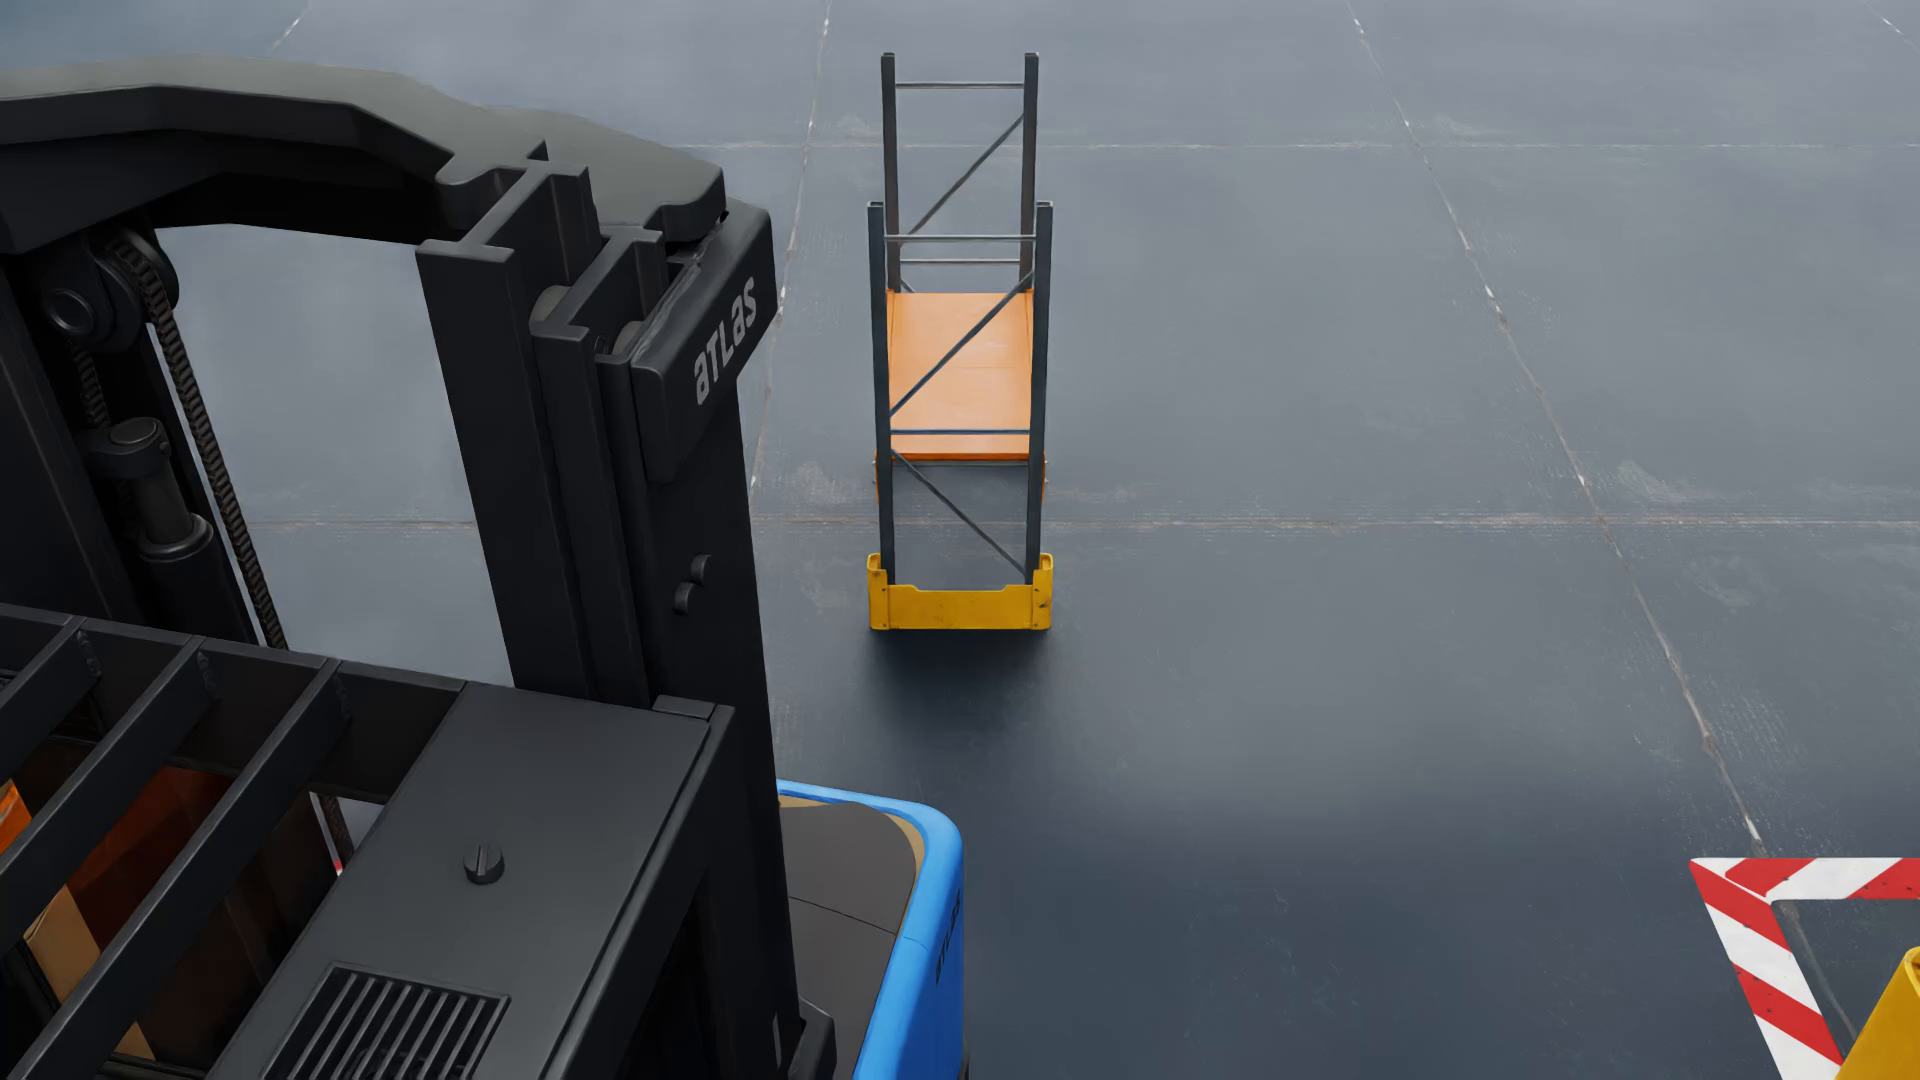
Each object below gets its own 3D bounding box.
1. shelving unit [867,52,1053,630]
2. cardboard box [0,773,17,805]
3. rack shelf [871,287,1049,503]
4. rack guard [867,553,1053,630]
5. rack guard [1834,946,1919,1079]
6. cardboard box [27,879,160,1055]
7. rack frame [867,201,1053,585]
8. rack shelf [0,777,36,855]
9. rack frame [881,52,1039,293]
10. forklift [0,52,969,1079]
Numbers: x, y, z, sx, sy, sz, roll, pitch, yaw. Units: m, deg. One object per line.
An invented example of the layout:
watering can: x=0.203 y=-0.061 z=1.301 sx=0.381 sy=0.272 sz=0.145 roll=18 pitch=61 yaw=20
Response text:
shelving unit: x=0.000 y=-0.633 z=5.340 sx=0.587 sy=1.500 sz=1.083 roll=0 pitch=39 yaw=0
cardboard box: x=-2.199 y=0.320 z=2.832 sx=0.875 sy=0.550 sz=0.550 roll=0 pitch=39 yaw=0
rack shelf: x=0.000 y=-0.498 z=5.460 sx=0.538 sy=0.185 sz=1.000 roll=0 pitch=39 yaw=0
rack guard: x=0.000 y=0.166 z=5.343 sx=0.587 sy=0.250 sz=0.087 roll=0 pitch=39 yaw=0
rack guard: x=2.715 y=1.229 z=3.817 sx=1.175 sy=0.500 sz=0.348 roll=0 pitch=39 yaw=0
cardboard box: x=-2.178 y=1.236 z=3.173 sx=0.875 sy=0.875 sz=0.875 roll=0 pitch=39 yaw=0
rack frame: x=0.000 y=-0.321 z=4.951 sx=0.500 sy=1.500 sz=0.032 roll=0 pitch=39 yaw=0
rack shelf: x=-2.242 y=1.678 z=1.833 sx=1.077 sy=0.370 sz=4.000 roll=0 pitch=39 yaw=0
rack frame: x=-0.001 y=-0.956 z=5.744 sx=0.500 sy=1.500 sz=0.032 roll=0 pitch=39 yaw=0
forklift: x=-0.807 y=1.070 z=2.071 sx=1.130 sy=2.935 sz=3.031 roll=8 pitch=39 yaw=10
